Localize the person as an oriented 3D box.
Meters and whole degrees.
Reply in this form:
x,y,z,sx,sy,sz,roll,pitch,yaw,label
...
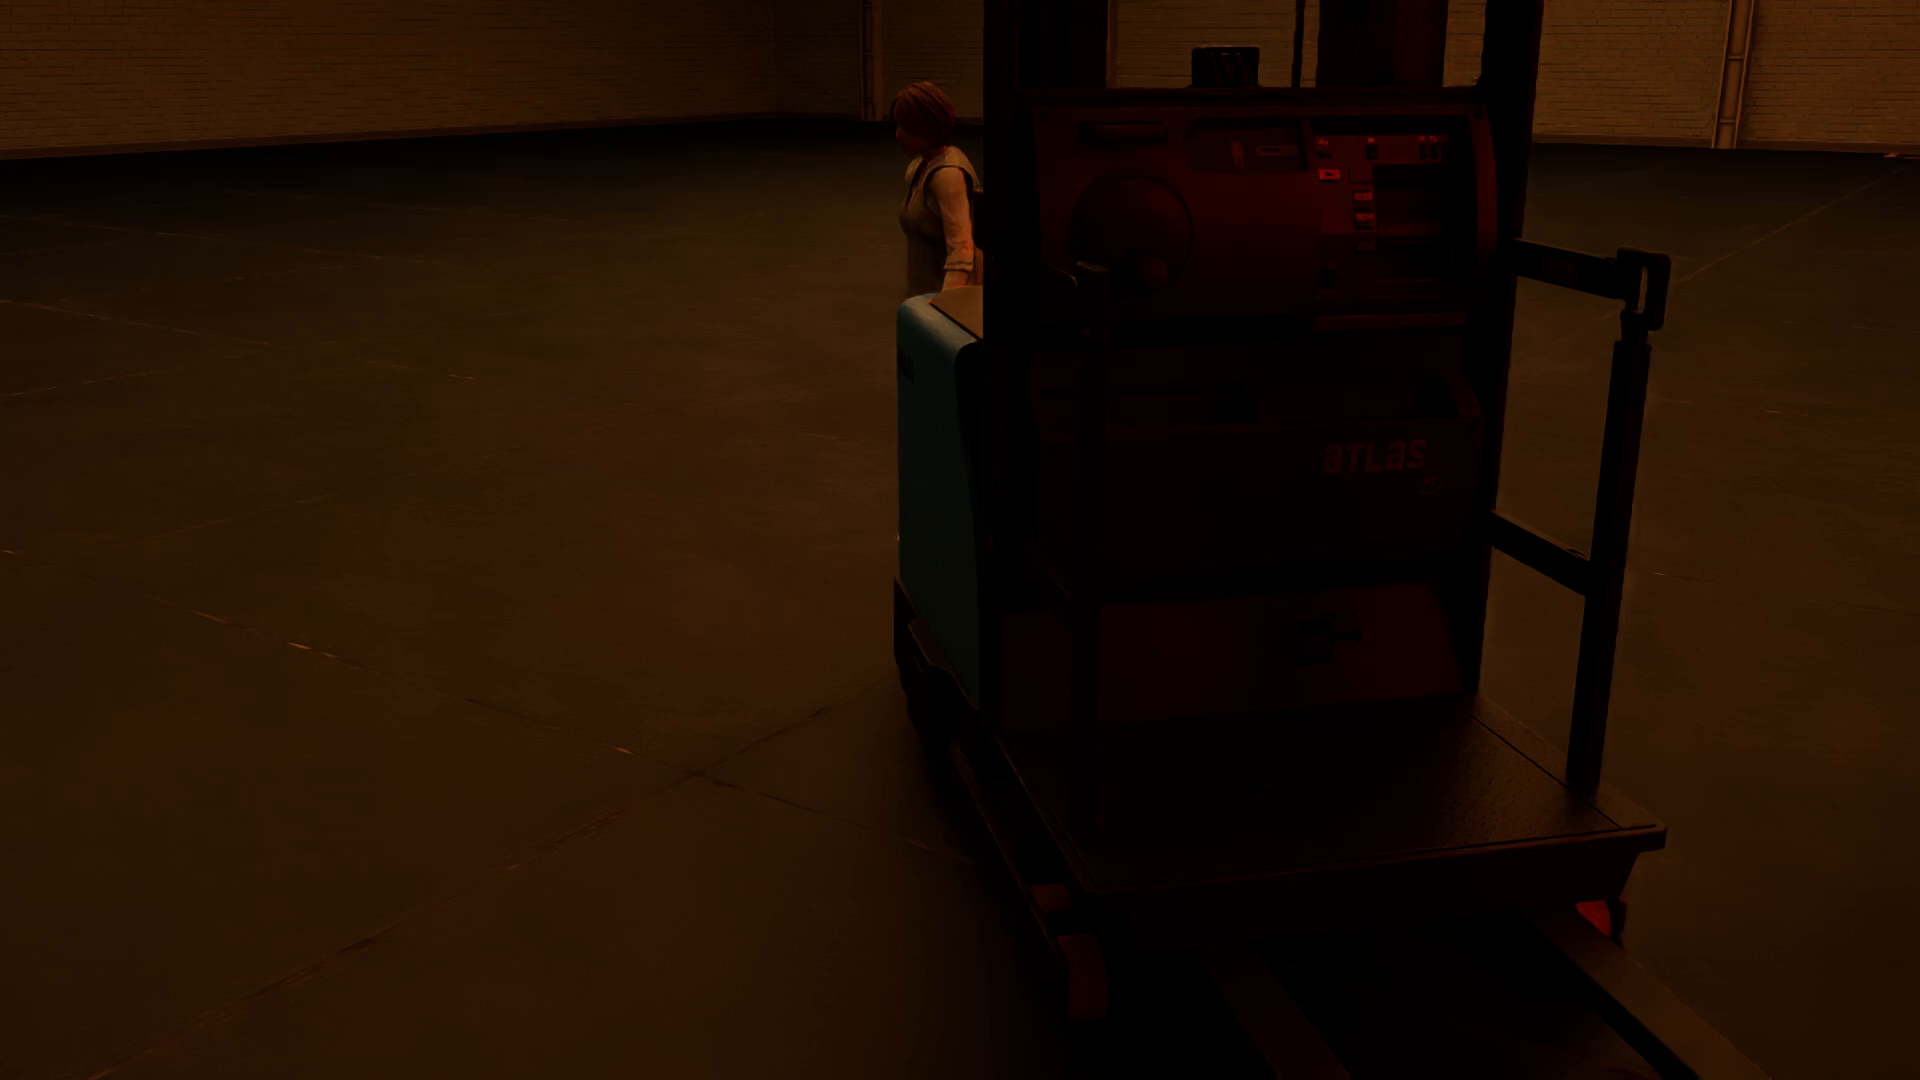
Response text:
x,y,z,sx,sy,sz,roll,pitch,yaw,label
-0.057,-0.722,5.690,0.363,1.533,0.527,-5,17,-15,person

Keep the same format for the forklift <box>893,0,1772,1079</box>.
x,y,z,sx,sy,sz,roll,pitch,yaw,label
0.639,-0.643,2.983,1.130,2.935,3.031,-4,17,-12,forklift
